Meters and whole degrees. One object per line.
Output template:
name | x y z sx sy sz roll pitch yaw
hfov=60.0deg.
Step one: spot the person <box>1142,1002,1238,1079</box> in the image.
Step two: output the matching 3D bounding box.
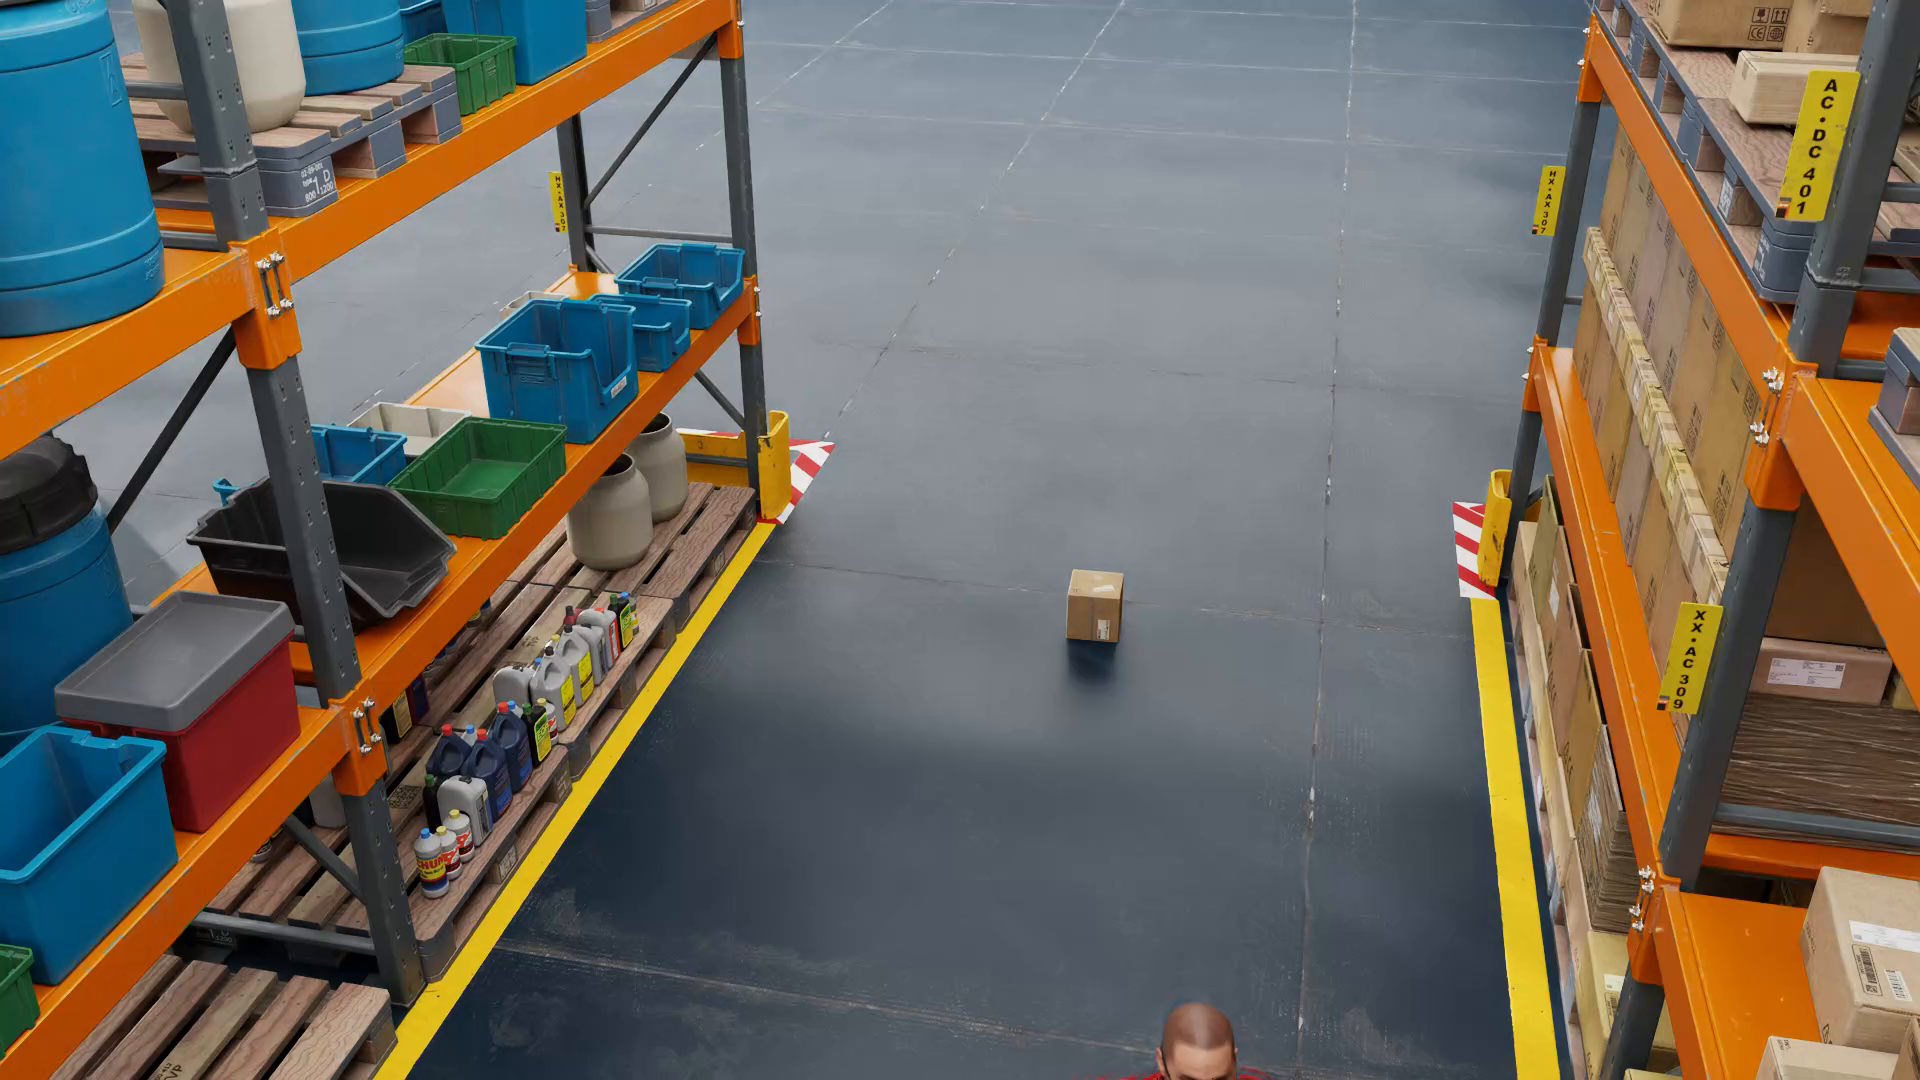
person | 0.488 1.782 3.883 0.549 1.679 1.007 1 29 1
